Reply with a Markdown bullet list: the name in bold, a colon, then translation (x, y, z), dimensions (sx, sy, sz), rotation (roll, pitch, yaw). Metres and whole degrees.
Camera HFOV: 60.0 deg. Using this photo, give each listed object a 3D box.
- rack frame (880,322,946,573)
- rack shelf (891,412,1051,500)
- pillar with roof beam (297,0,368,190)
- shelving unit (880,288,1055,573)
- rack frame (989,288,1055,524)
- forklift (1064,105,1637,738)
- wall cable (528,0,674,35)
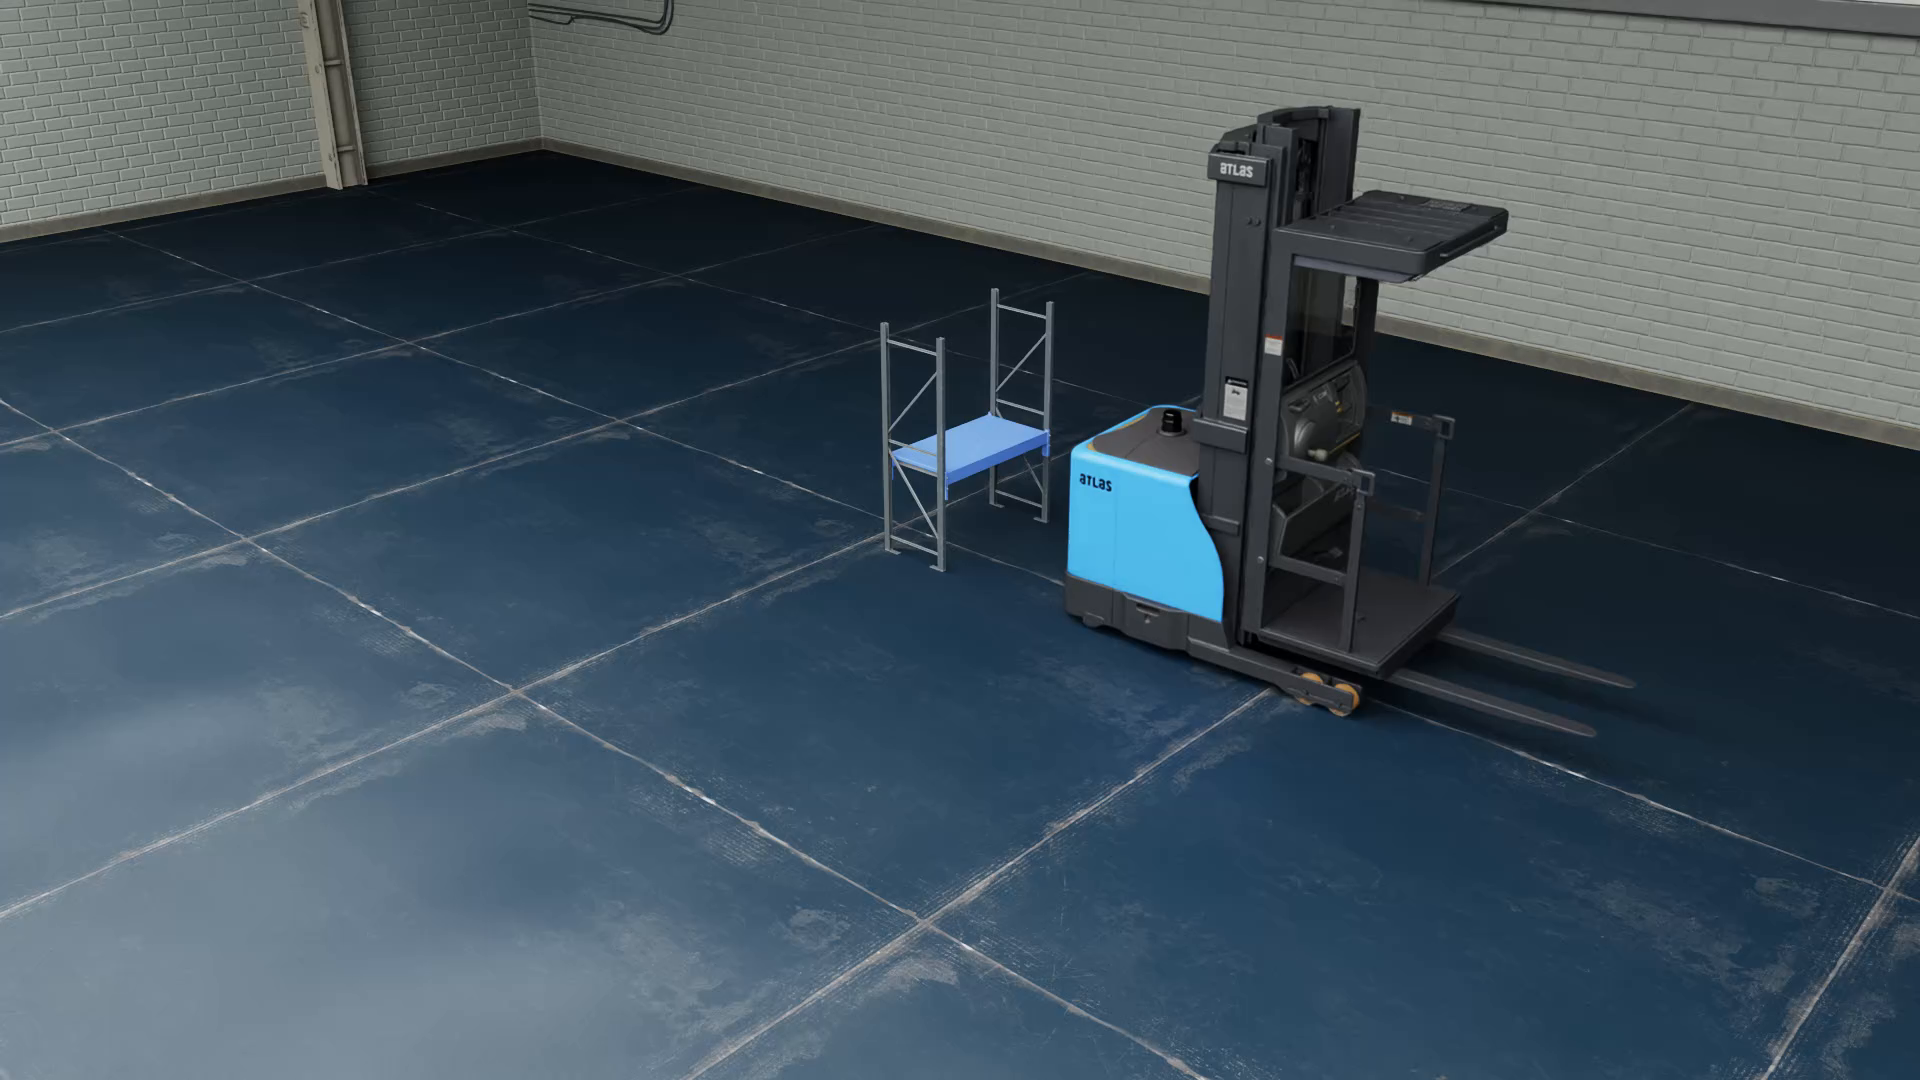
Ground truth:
- **rack frame**: translation (-0.282, -0.555, 10.156), dimensions (0.500, 1.500, 0.032), rotation (20, 31, 38)
- **rack shelf**: translation (0.057, -0.546, 10.575), dimensions (0.538, 0.185, 1.000), rotation (20, 31, 38)
- **pillar with roof beam**: translation (-4.352, -7.307, 16.048), dimensions (9.100, 9.000, 0.400), rotation (20, 31, 38)
- **shelving unit**: translation (0.057, -0.710, 10.501), dimensions (0.538, 1.500, 1.048), rotation (20, 31, 38)
- **rack frame**: translation (0.396, -0.865, 10.847), dimensions (0.500, 1.500, 0.032), rotation (20, 31, 38)
- **forklift**: translation (2.082, -0.663, 8.646), dimensions (3.031, 2.935, 1.130), rotation (17, 29, 34)
- **wall cable**: translation (-4.607, -7.602, 20.501), dimensions (3.097, 2.526, 0.112), rotation (20, 31, 38)
